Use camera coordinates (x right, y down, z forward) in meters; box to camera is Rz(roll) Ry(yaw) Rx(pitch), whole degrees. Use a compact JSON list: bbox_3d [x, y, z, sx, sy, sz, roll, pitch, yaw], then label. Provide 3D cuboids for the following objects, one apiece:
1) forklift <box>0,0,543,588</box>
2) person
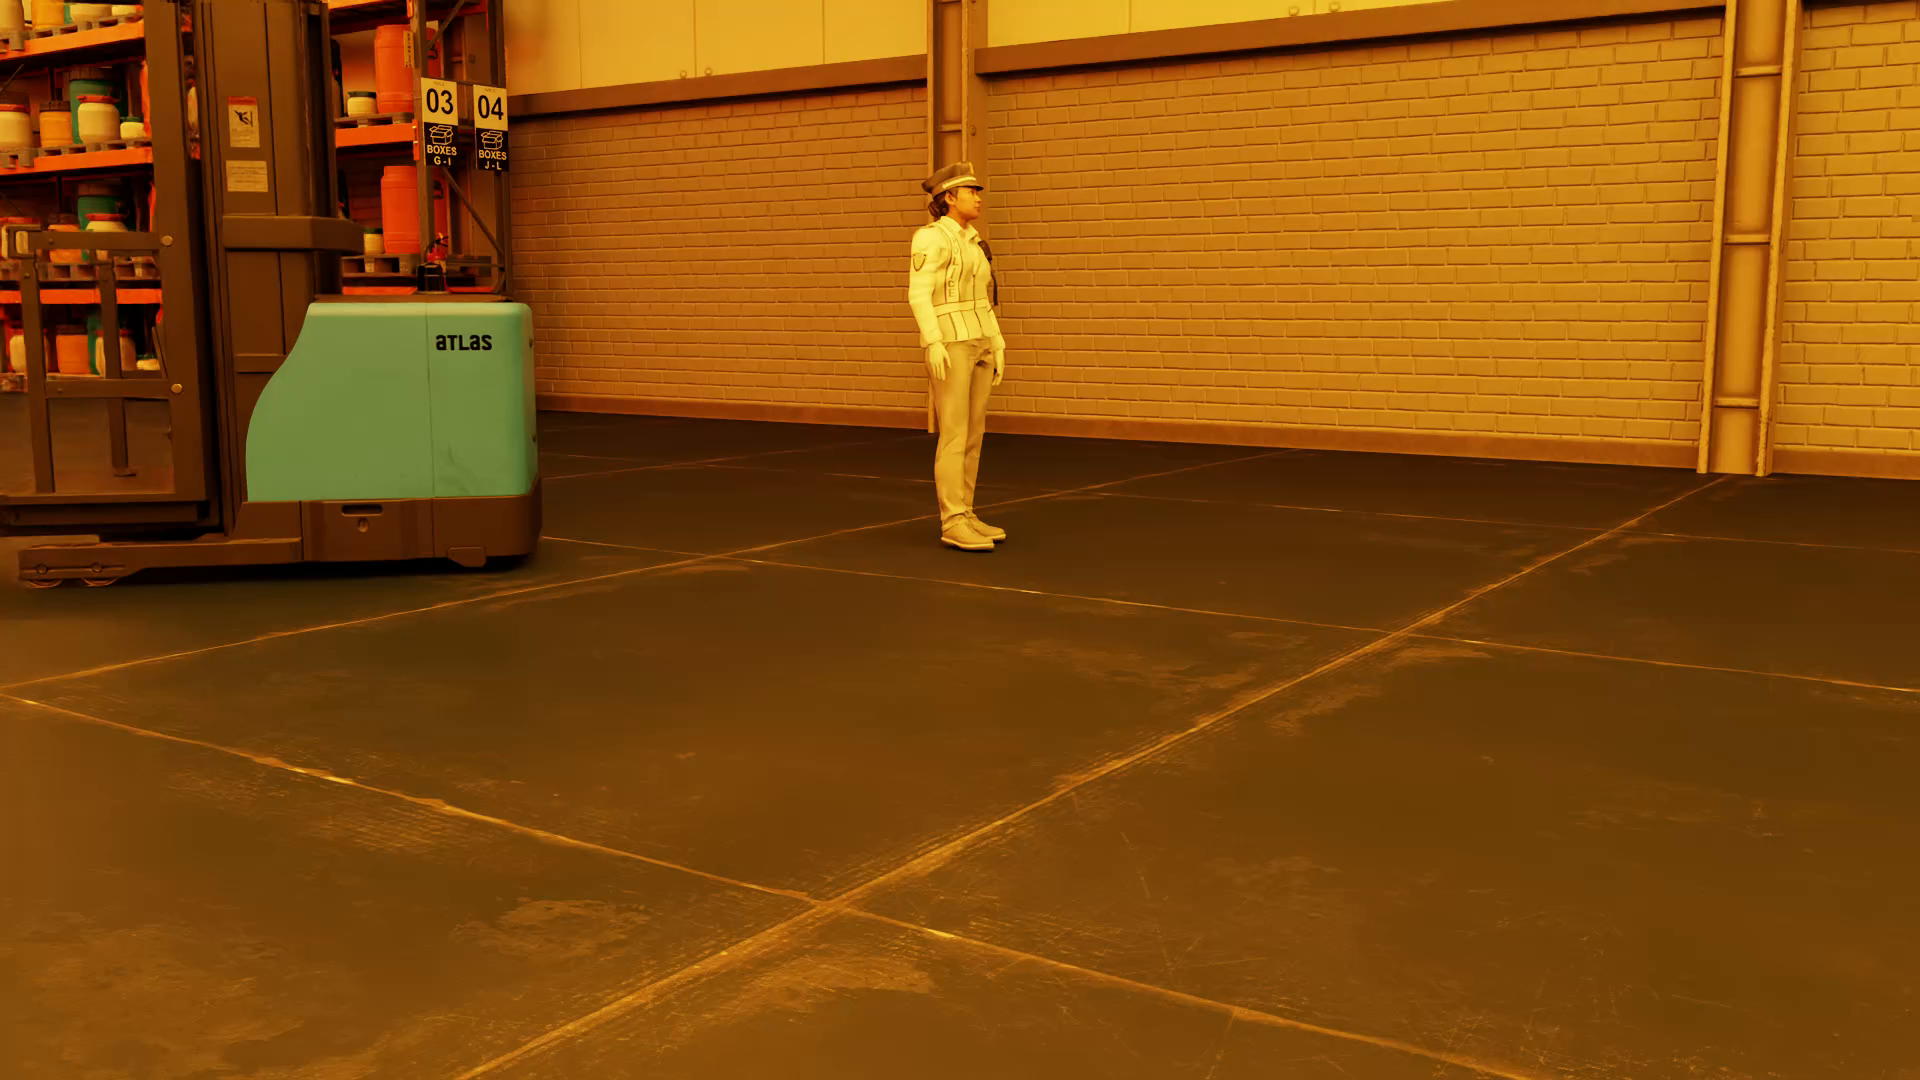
[{"bbox_3d":[-3.302,-1.348,6.673,3.031,2.935,1.130,-2,8,-12],"label":"forklift"},{"bbox_3d":[0.054,-0.840,7.440,0.529,1.694,0.587,5,10,34],"label":"person"}]
